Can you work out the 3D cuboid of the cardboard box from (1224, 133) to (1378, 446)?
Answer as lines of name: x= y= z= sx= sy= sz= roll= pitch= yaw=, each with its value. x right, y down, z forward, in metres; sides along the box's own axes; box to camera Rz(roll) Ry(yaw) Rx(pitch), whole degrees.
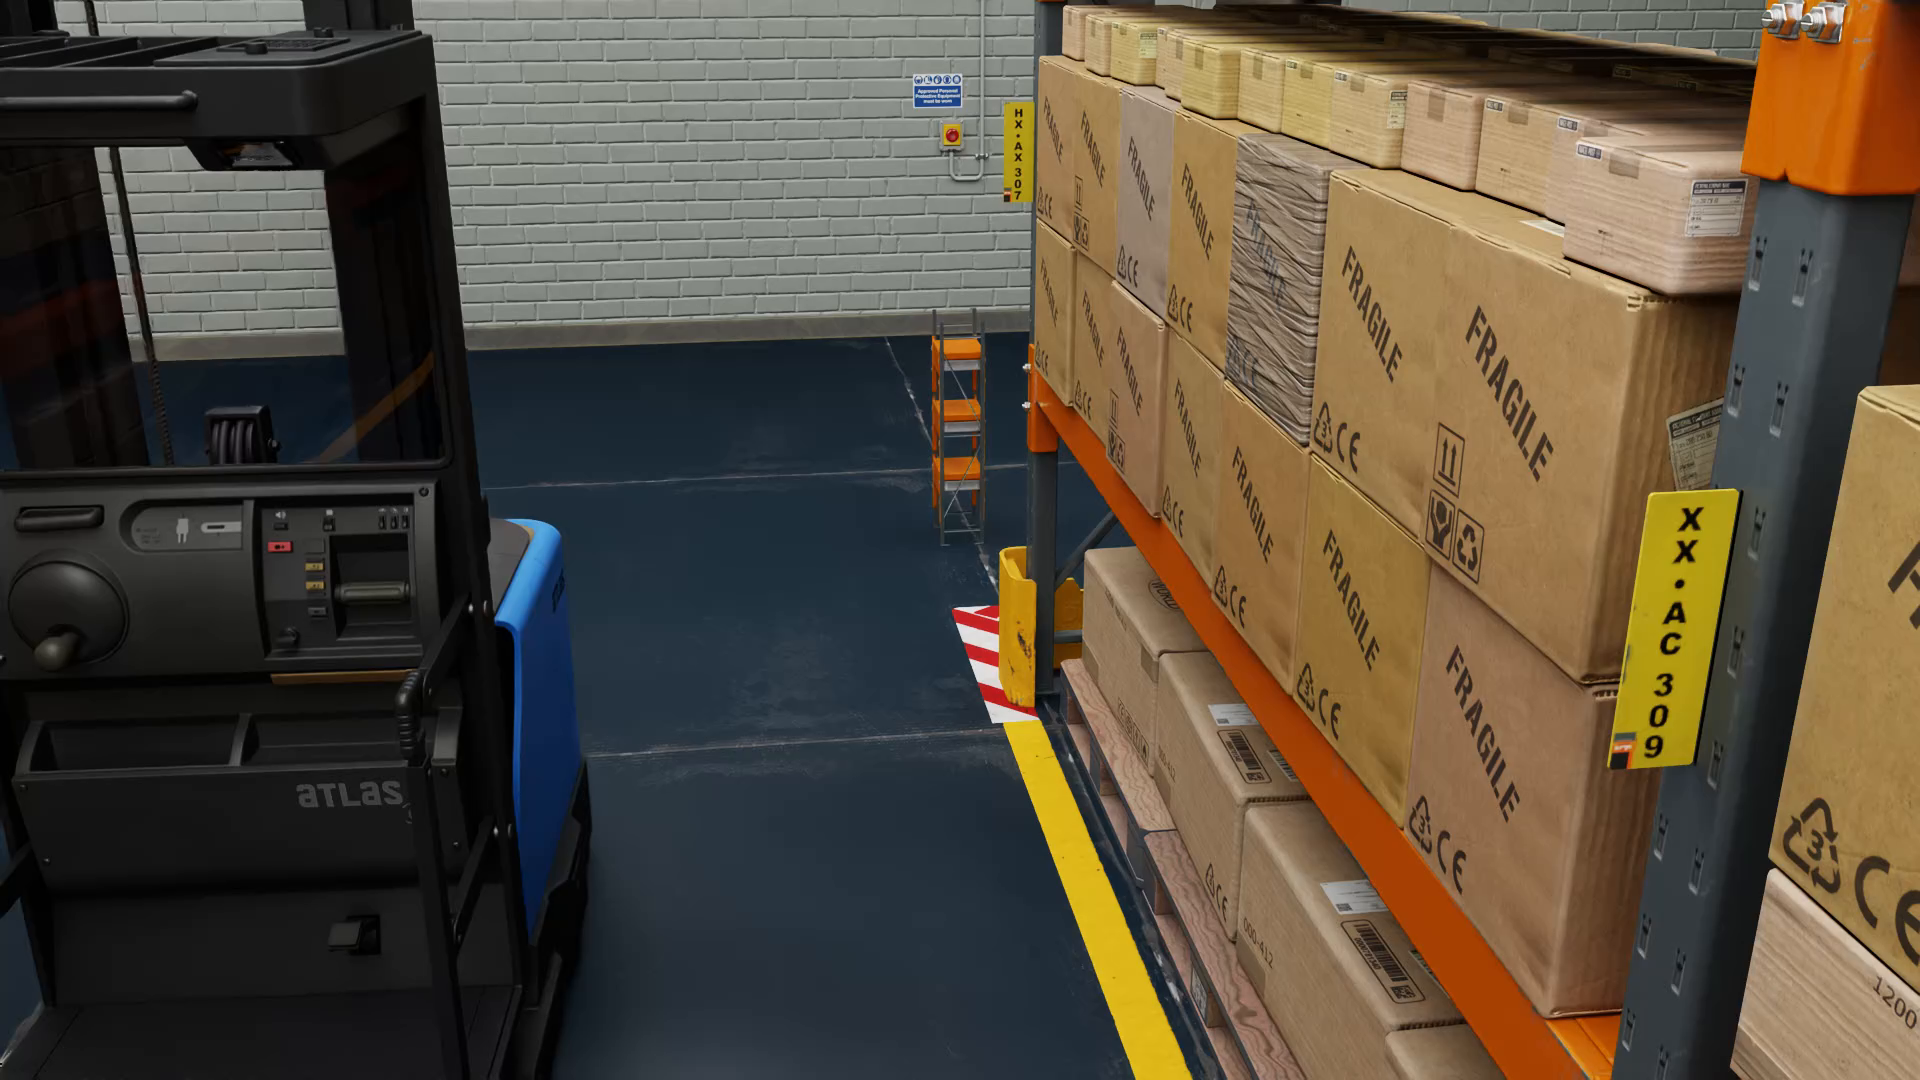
cardboard box: x=0.833 y=-0.501 z=3.199 sx=0.500 sy=0.500 sz=0.500 roll=-3 pitch=21 yaw=-7

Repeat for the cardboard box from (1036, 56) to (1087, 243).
cardboard box: x=0.533 y=-1.204 z=5.081 sx=0.500 sy=0.500 sz=0.500 roll=-3 pitch=21 yaw=-9

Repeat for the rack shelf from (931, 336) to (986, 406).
rack shelf: x=-0.008 y=-0.766 z=7.486 sx=0.215 sy=0.259 sz=0.240 roll=-3 pitch=21 yaw=-8

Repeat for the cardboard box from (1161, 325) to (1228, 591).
cardboard box: x=0.775 y=-0.212 z=3.855 sx=0.500 sy=0.500 sz=0.500 roll=-2 pitch=21 yaw=-6

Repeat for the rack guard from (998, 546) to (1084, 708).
rack guard: x=0.742 y=0.293 z=6.217 sx=1.175 sy=0.500 sz=0.348 roll=-3 pitch=21 yaw=-8

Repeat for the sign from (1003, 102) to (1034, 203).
sign: x=0.195 y=-1.286 z=5.522 sx=0.100 sy=0.325 sz=0.005 roll=-3 pitch=21 yaw=-8

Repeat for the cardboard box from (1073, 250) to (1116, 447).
cardboard box: x=0.631 y=-0.562 z=4.791 sx=0.500 sy=0.500 sz=0.500 roll=-3 pitch=21 yaw=-9

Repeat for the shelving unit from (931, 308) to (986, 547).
shelving unit: x=-0.008 y=-0.510 z=7.582 sx=0.215 sy=1.050 sz=0.252 roll=-3 pitch=21 yaw=-8

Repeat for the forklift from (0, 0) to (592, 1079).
forklift: x=-1.546 y=0.092 z=3.280 sx=1.130 sy=2.935 sz=3.031 roll=-2 pitch=21 yaw=-4

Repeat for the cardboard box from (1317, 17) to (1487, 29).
cardboard box: x=1.172 y=-1.313 z=4.446 sx=0.380 sy=0.149 sz=0.250 roll=-2 pitch=21 yaw=-7

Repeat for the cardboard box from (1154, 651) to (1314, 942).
cardboard box: x=1.080 y=0.674 z=4.686 sx=0.875 sy=0.438 sz=0.875 roll=-2 pitch=21 yaw=-6

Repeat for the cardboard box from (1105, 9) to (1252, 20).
cardboard box: x=0.631 y=-1.465 z=4.851 sx=0.380 sy=0.149 sz=0.250 roll=-2 pitch=21 yaw=-6

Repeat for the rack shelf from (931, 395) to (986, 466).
rack shelf: x=-0.008 y=-0.500 z=7.586 sx=0.215 sy=0.259 sz=0.240 roll=-3 pitch=21 yaw=-8

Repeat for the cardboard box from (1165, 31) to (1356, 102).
cardboard box: x=0.695 y=-1.102 z=3.880 sx=0.380 sy=0.149 sz=0.250 roll=-3 pitch=21 yaw=-7

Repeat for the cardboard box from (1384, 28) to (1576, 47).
cardboard box: x=1.233 y=-1.135 z=3.970 sx=0.380 sy=0.149 sz=0.250 roll=-2 pitch=21 yaw=-6

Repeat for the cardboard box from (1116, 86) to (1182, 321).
cardboard box: x=0.696 y=-0.848 z=4.127 sx=0.500 sy=0.500 sz=0.500 roll=-3 pitch=21 yaw=-8

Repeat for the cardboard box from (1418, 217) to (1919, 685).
cardboard box: x=0.981 y=-0.149 z=2.257 sx=0.500 sy=0.500 sz=0.500 roll=-3 pitch=21 yaw=-8

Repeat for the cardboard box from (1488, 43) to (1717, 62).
cardboard box: x=1.332 y=-0.954 z=3.485 sx=0.380 sy=0.149 sz=0.250 roll=-3 pitch=21 yaw=-8

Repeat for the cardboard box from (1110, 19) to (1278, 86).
cardboard box: x=0.611 y=-1.279 z=4.353 sx=0.380 sy=0.149 sz=0.250 roll=-4 pitch=21 yaw=-10

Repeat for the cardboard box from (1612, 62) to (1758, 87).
cardboard box: x=1.417 y=-0.783 z=3.026 sx=0.380 sy=0.149 sz=0.250 roll=-4 pitch=21 yaw=-9

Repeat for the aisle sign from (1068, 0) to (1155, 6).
aisle sign: x=0.448 y=-2.098 z=5.330 sx=0.394 sy=0.787 sz=0.004 roll=-3 pitch=21 yaw=-8

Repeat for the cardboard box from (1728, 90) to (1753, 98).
cardboard box: x=1.402 y=-0.600 z=2.537 sx=0.380 sy=0.149 sz=0.250 roll=-3 pitch=21 yaw=-8

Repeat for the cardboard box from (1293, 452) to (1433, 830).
cardboard box: x=0.922 y=0.143 z=2.903 sx=0.500 sy=0.500 sz=0.500 roll=-3 pitch=21 yaw=-9

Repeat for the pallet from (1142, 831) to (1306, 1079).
pallet: x=1.111 y=1.131 z=4.386 sx=1.003 sy=0.211 sz=1.213 roll=-3 pitch=21 yaw=-8

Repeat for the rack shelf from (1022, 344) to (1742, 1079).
rack shelf: x=1.034 y=0.160 z=4.029 sx=1.077 sy=0.370 sz=4.000 roll=-3 pitch=21 yaw=-8

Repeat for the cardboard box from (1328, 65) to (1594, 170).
cardboard box: x=0.880 y=-0.749 z=2.936 sx=0.380 sy=0.149 sz=0.250 roll=-3 pitch=21 yaw=-8

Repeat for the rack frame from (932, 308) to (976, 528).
rack frame: x=-0.025 y=-0.553 z=7.695 sx=0.200 sy=1.050 sz=0.008 roll=-3 pitch=21 yaw=-8

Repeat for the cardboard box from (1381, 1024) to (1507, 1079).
cardboard box: x=1.338 y=1.296 z=3.020 sx=0.875 sy=0.438 sz=0.875 roll=-3 pitch=21 yaw=-9

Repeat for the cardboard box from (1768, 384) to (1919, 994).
cardboard box: x=1.101 y=0.167 z=1.410 sx=0.500 sy=0.500 sz=0.500 roll=-3 pitch=21 yaw=-7

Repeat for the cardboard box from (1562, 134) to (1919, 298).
cardboard box: x=0.963 y=-0.394 z=1.985 sx=0.380 sy=0.149 sz=0.250 roll=-3 pitch=21 yaw=-9

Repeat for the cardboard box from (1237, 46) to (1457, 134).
cardboard box: x=0.791 y=-0.924 z=3.405 sx=0.380 sy=0.149 sz=0.250 roll=-3 pitch=21 yaw=-8

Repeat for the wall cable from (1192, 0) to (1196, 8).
wall cable: x=1.311 y=-3.372 z=11.005 sx=0.588 sy=1.984 sz=0.122 roll=-3 pitch=21 yaw=-8

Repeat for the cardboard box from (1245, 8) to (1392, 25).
cardboard box: x=1.056 y=-1.488 z=4.913 sx=0.380 sy=0.149 sz=0.250 roll=-3 pitch=21 yaw=-7

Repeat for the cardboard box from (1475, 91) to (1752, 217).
cardboard box: x=1.006 y=-0.578 z=2.477 sx=0.380 sy=0.149 sz=0.250 roll=-3 pitch=21 yaw=-8
